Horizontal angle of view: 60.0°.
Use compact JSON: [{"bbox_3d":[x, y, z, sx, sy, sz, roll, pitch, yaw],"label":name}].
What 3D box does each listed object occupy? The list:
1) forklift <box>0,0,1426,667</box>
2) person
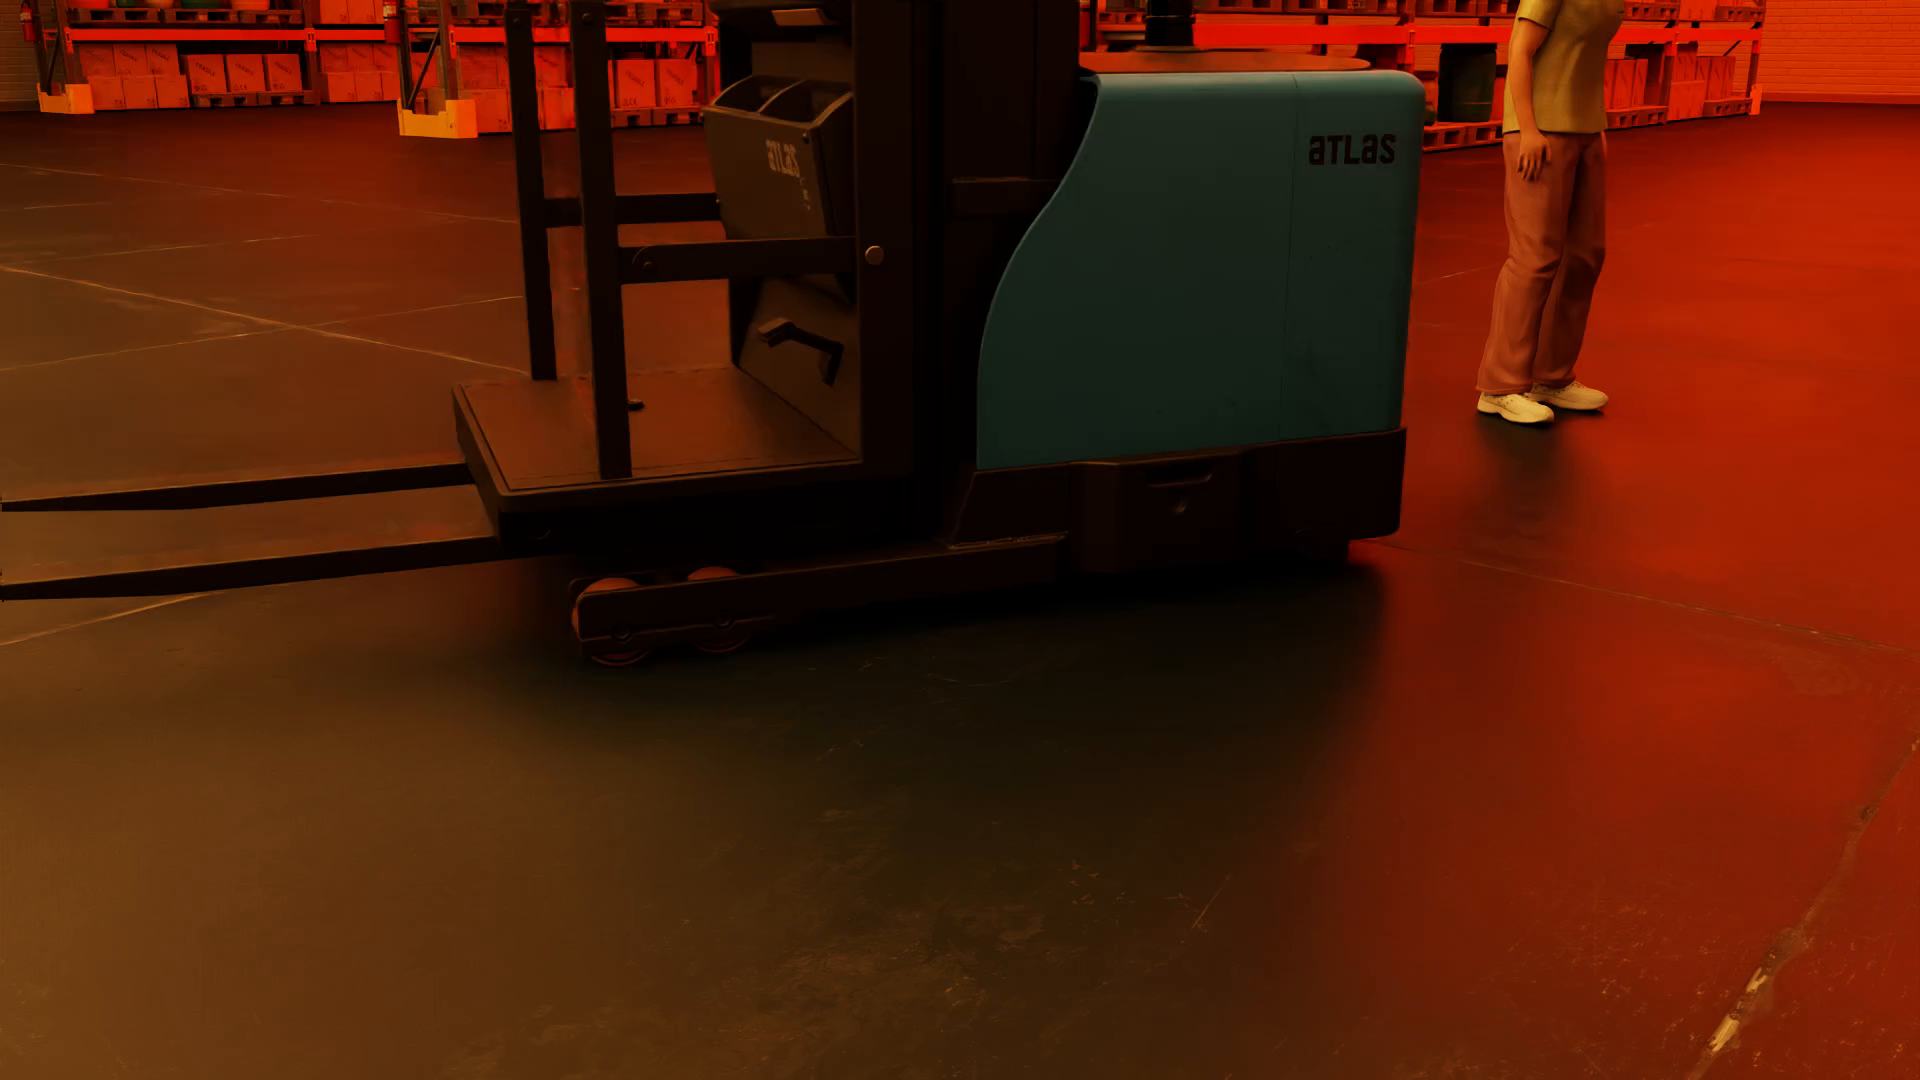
[{"bbox_3d":[-0.569,-1.336,3.297,3.031,2.935,1.130,-6,18,-20],"label":"forklift"},{"bbox_3d":[1.848,-1.220,5.084,0.523,1.671,0.358,-15,22,-41],"label":"person"}]
